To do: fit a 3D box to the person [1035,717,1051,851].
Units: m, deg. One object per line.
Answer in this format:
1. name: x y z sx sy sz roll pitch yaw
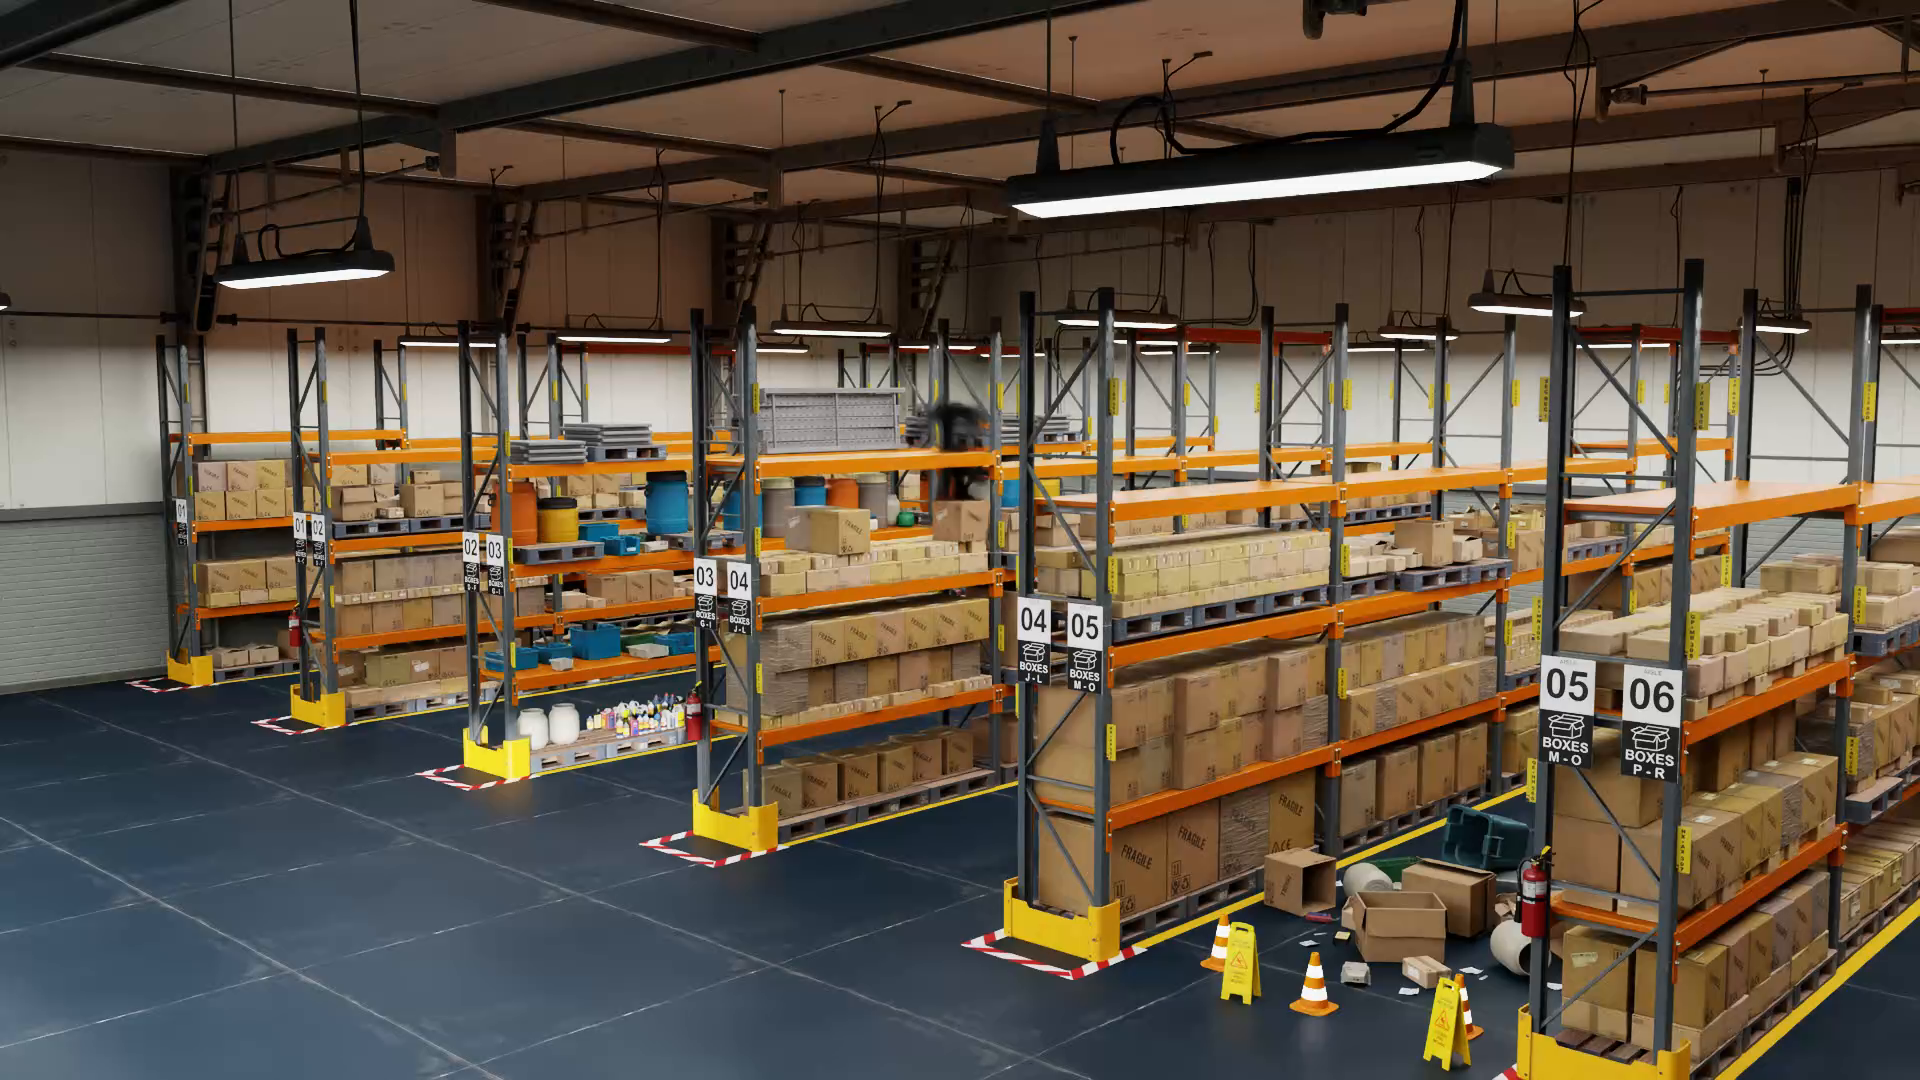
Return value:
1. person: 1.023 2.695 18.153 0.630 1.640 0.771 0 5 -5
